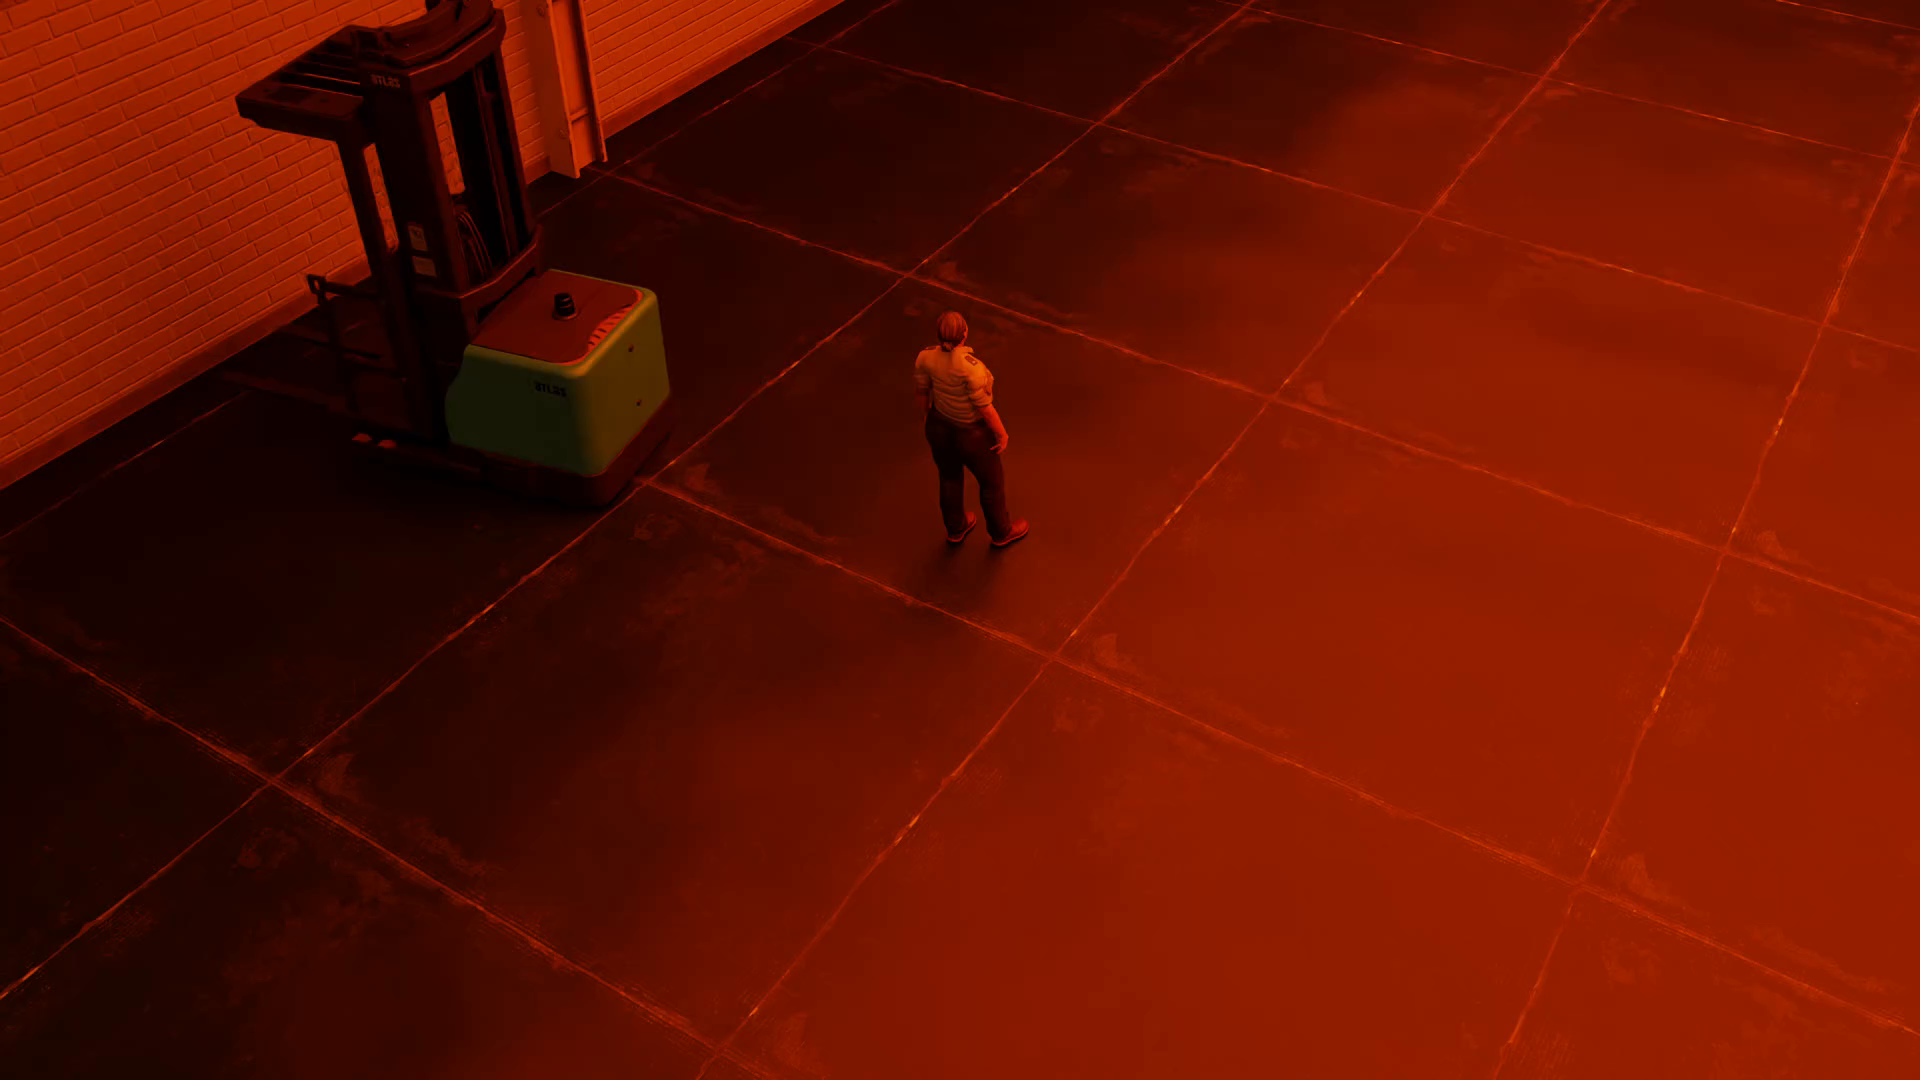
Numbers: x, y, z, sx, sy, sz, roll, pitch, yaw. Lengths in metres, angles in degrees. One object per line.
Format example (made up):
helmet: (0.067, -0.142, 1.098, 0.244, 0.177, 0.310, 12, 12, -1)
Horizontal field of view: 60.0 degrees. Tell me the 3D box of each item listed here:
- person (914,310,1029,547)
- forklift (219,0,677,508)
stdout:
person: (0.067, -0.675, 9.745, 0.599, 1.650, 0.503, 22, 45, 24)
forklift: (-3.456, -1.909, 10.220, 3.031, 2.935, 1.130, 13, 42, 15)
